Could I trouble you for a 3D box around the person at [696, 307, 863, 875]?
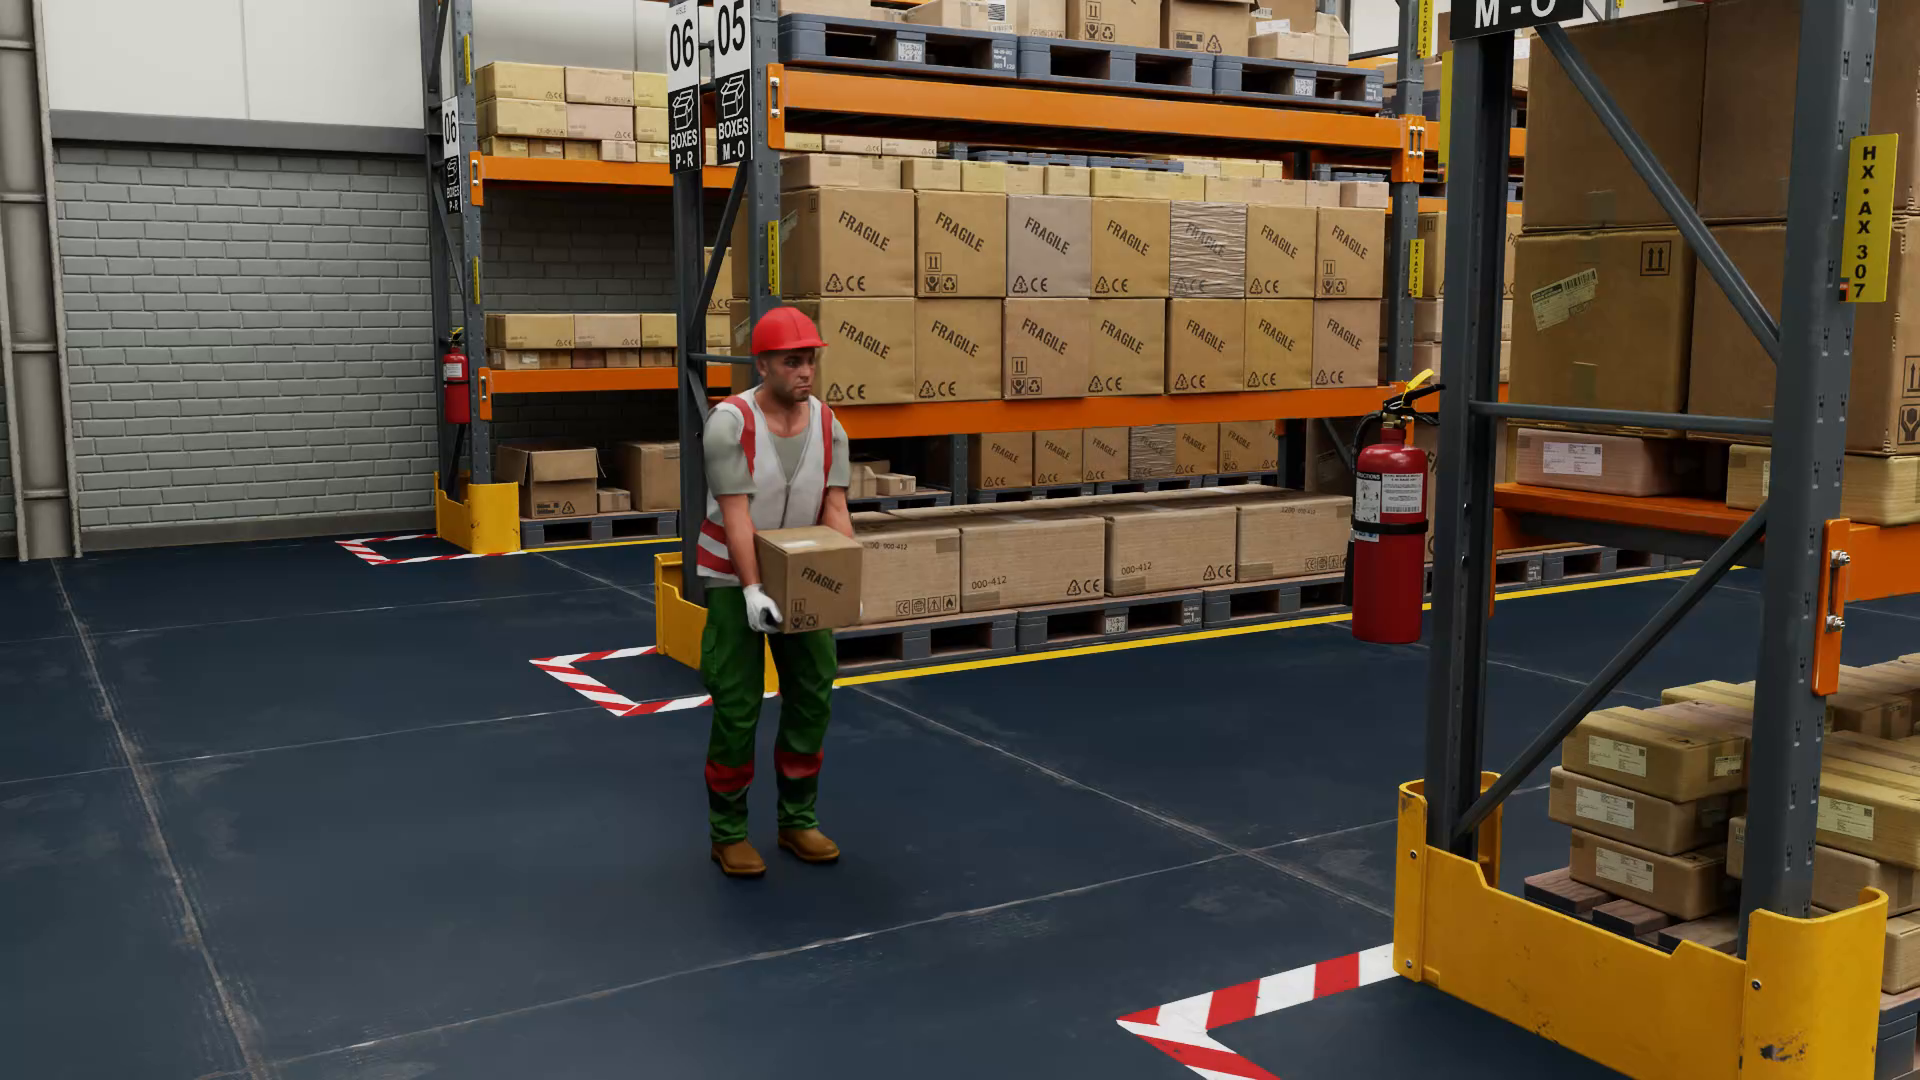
[{"bbox_3d":[-0.553,0.163,5.175,0.491,1.760,0.583,-5,9,-32],"label":"person"}]
